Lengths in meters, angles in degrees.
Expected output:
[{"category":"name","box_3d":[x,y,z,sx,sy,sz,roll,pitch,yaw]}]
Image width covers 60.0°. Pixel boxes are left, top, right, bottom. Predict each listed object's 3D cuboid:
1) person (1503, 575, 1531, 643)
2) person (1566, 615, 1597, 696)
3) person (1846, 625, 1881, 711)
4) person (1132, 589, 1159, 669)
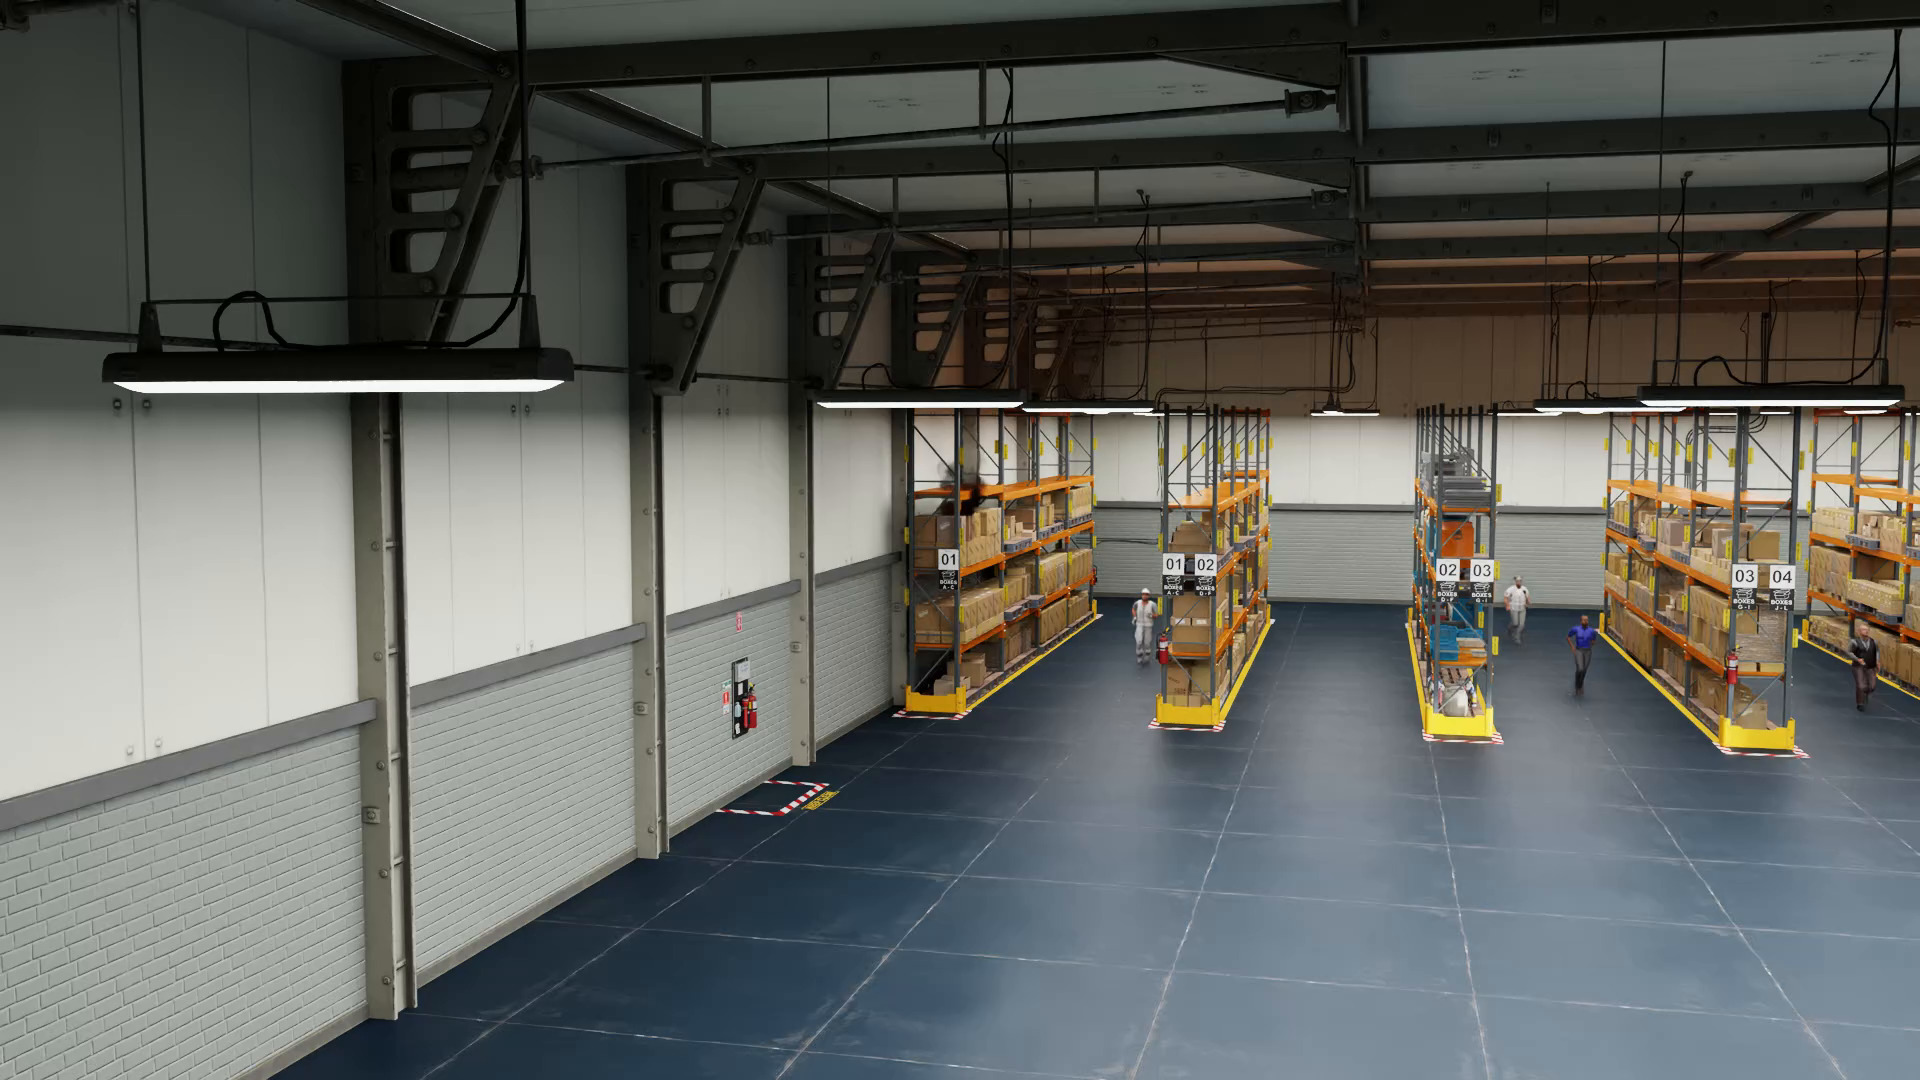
[{"category":"person","box_3d":[14.261,1.768,42.508,0.664,1.743,0.598,0,4,3]},{"category":"person","box_3d":[12.919,2.405,34.509,0.552,1.694,0.737,0,4,1]},{"category":"person","box_3d":[17.747,2.515,32.633,0.658,1.680,0.578,1,4,10]},{"category":"person","box_3d":[4.264,2.040,38.344,0.633,1.850,0.803,1,4,11]}]
